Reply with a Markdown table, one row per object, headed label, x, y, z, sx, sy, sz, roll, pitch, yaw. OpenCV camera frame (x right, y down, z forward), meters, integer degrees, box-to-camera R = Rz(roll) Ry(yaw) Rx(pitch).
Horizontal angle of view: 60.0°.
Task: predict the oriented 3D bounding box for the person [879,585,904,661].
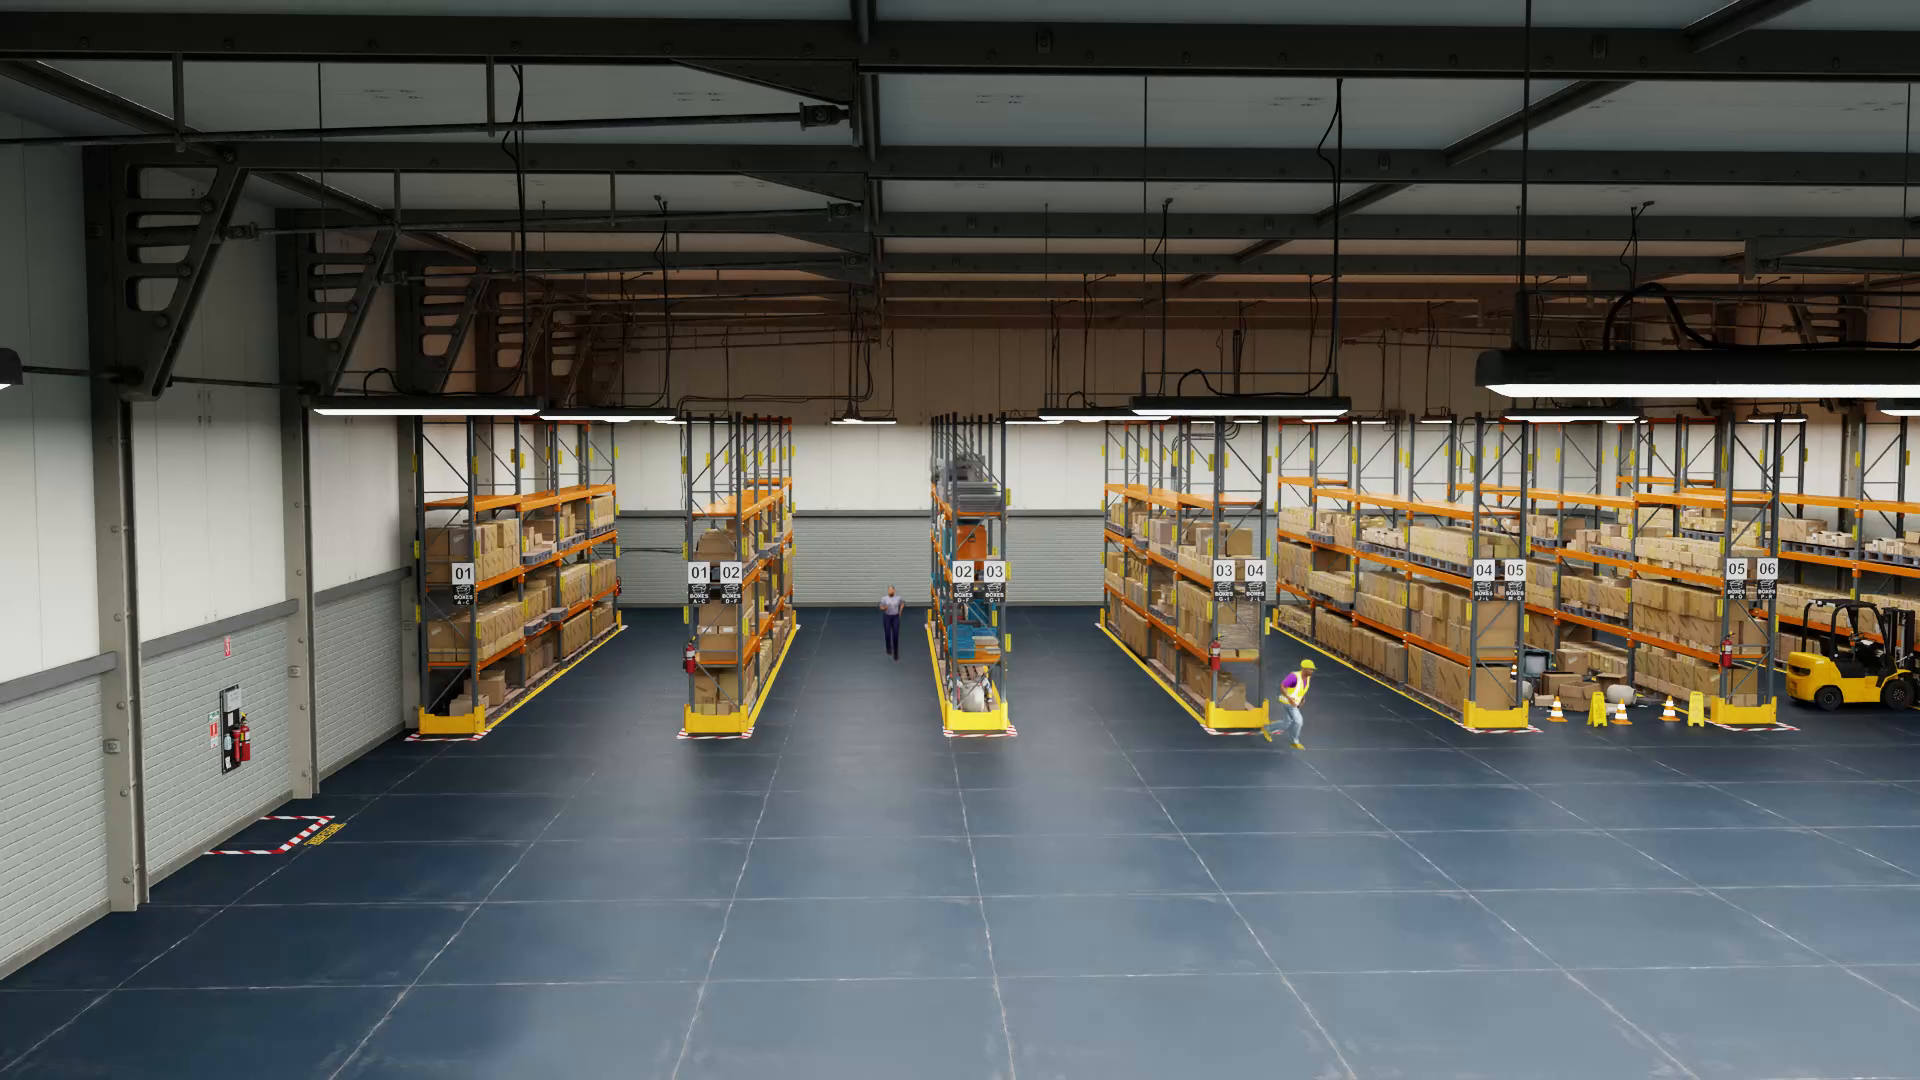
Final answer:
| label | x | y | z | sx | sy | sz | roll | pitch | yaw |
| --- | --- | --- | --- | --- | --- | --- | --- | --- | --- |
| person | -1.628 | 1.961 | 39.388 | 0.565 | 1.746 | 0.678 | 0 | 4 | -3 |

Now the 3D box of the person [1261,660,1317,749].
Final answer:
| label | x | y | z | sx | sy | sz | roll | pitch | yaw |
| --- | --- | --- | --- | --- | --- | --- | --- | --- | --- |
| person | 5.868 | 2.917 | 29.701 | 1.056 | 1.641 | 0.701 | 3 | 5 | 41 |
